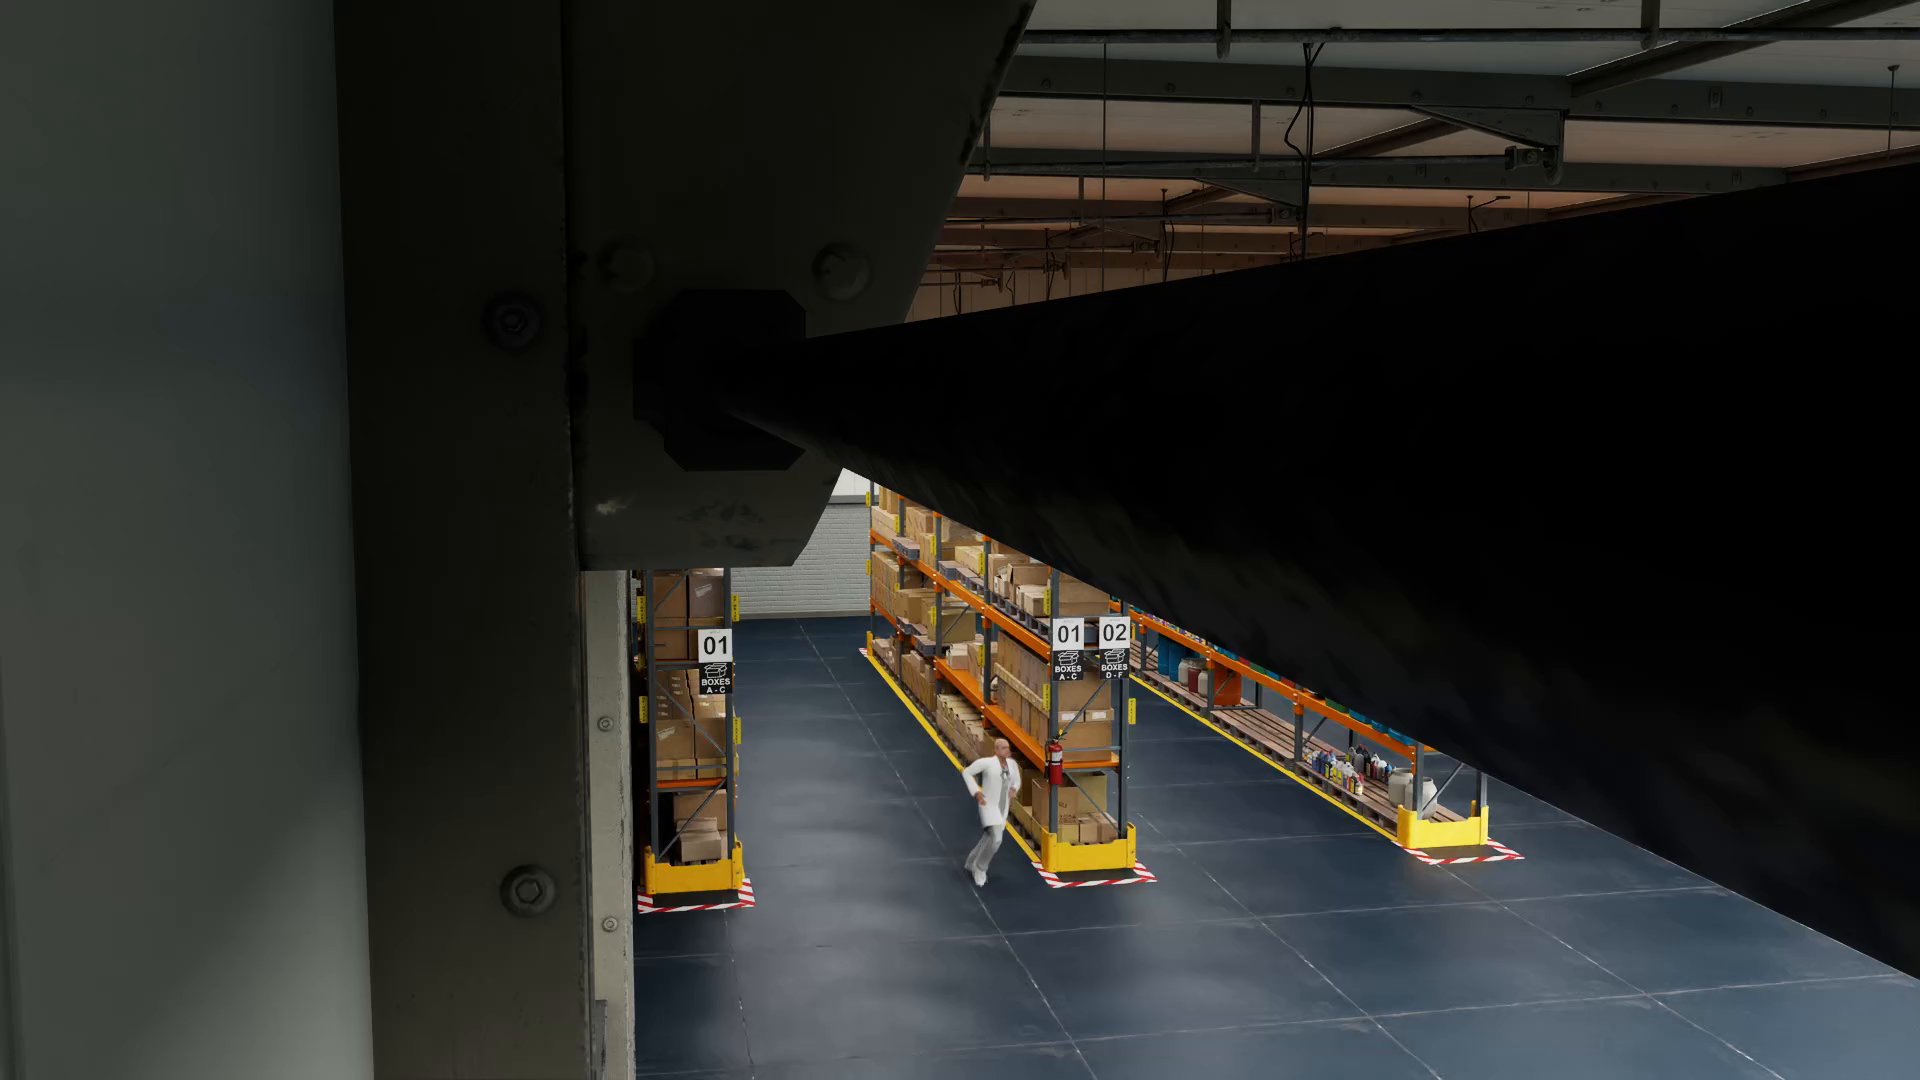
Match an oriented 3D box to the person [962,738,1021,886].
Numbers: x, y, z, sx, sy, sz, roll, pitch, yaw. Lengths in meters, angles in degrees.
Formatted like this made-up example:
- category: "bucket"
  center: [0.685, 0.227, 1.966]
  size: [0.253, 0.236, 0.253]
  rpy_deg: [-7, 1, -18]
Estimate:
- category: "person"
  center: [0.421, 3.333, 20.531]
  size: [0.700, 1.795, 0.695]
  rpy_deg: [-5, 8, -42]
